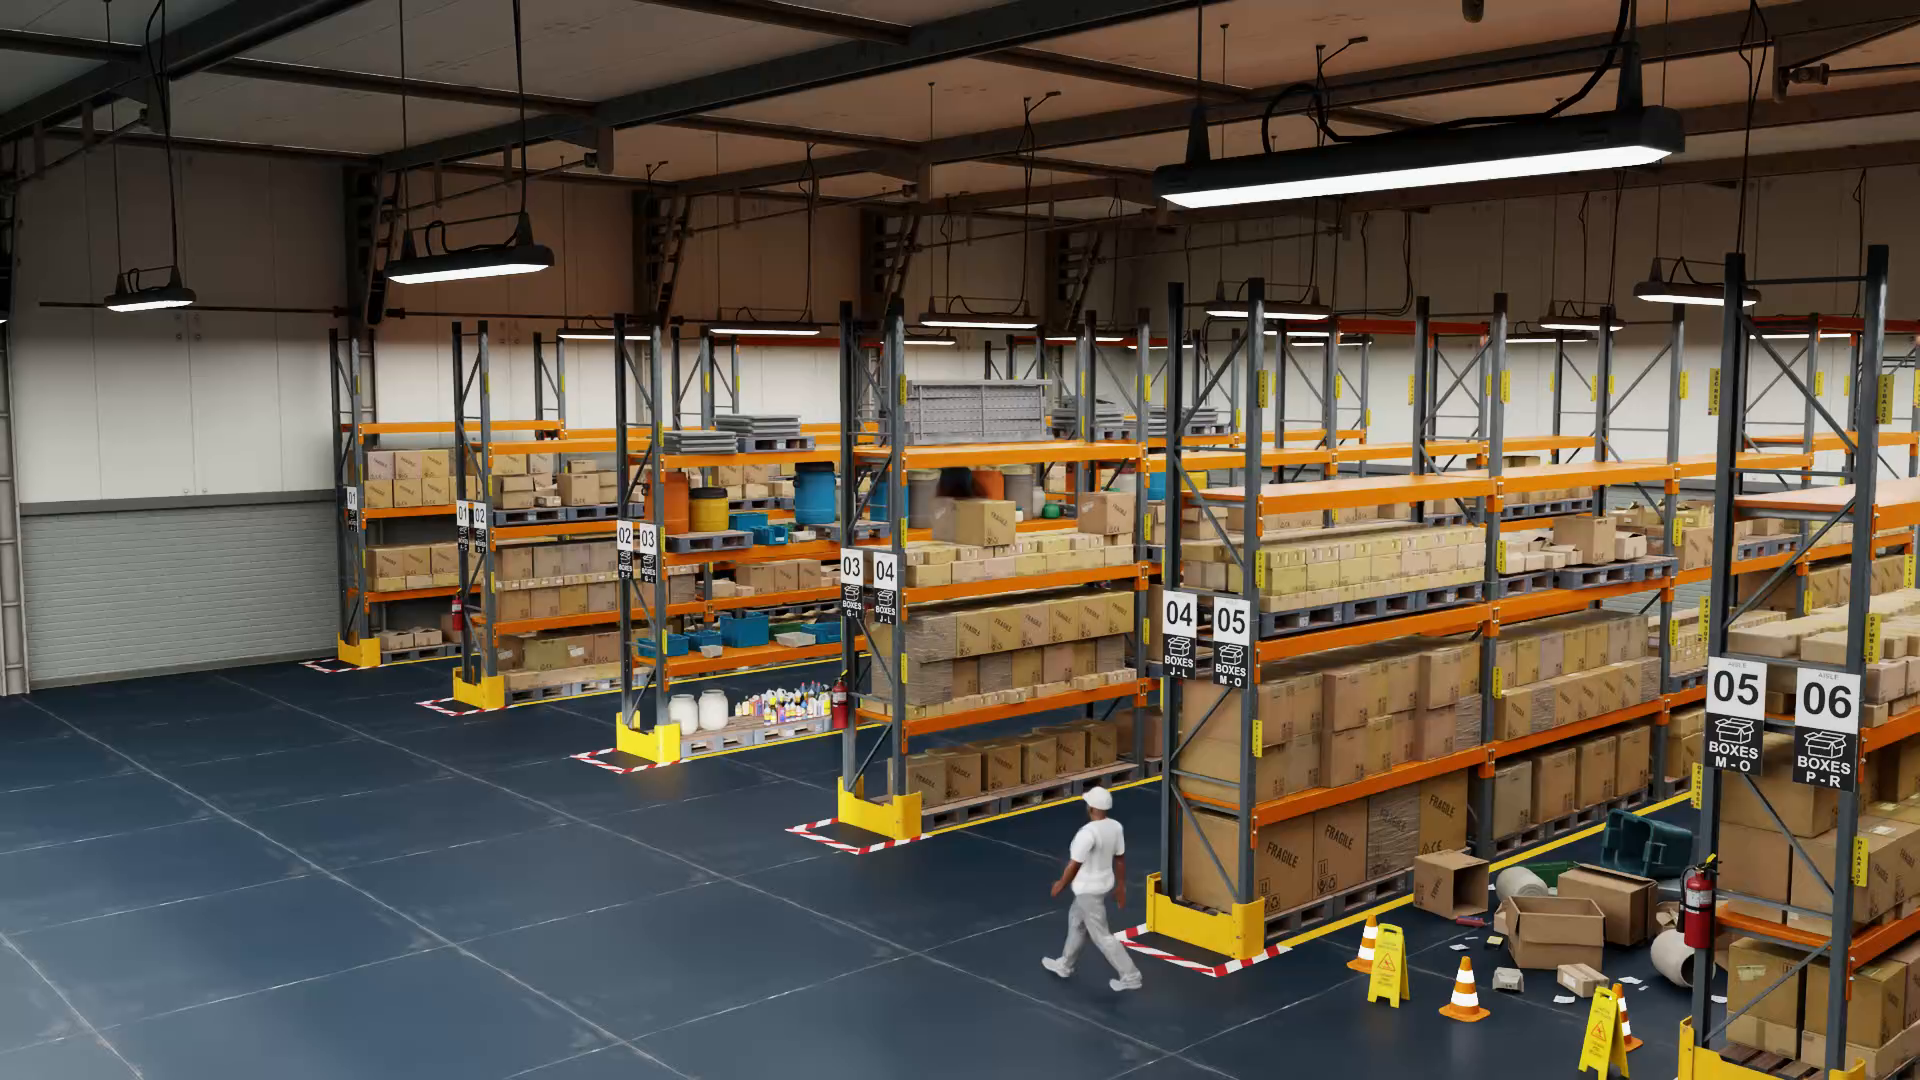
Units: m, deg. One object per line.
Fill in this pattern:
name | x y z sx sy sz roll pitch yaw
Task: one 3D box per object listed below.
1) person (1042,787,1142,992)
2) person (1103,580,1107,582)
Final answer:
person | 1.095 2.927 14.022 1.037 1.734 0.543 3 6 27
person | 3.566 0.400 39.229 0.612 1.731 0.704 -5 8 -42
